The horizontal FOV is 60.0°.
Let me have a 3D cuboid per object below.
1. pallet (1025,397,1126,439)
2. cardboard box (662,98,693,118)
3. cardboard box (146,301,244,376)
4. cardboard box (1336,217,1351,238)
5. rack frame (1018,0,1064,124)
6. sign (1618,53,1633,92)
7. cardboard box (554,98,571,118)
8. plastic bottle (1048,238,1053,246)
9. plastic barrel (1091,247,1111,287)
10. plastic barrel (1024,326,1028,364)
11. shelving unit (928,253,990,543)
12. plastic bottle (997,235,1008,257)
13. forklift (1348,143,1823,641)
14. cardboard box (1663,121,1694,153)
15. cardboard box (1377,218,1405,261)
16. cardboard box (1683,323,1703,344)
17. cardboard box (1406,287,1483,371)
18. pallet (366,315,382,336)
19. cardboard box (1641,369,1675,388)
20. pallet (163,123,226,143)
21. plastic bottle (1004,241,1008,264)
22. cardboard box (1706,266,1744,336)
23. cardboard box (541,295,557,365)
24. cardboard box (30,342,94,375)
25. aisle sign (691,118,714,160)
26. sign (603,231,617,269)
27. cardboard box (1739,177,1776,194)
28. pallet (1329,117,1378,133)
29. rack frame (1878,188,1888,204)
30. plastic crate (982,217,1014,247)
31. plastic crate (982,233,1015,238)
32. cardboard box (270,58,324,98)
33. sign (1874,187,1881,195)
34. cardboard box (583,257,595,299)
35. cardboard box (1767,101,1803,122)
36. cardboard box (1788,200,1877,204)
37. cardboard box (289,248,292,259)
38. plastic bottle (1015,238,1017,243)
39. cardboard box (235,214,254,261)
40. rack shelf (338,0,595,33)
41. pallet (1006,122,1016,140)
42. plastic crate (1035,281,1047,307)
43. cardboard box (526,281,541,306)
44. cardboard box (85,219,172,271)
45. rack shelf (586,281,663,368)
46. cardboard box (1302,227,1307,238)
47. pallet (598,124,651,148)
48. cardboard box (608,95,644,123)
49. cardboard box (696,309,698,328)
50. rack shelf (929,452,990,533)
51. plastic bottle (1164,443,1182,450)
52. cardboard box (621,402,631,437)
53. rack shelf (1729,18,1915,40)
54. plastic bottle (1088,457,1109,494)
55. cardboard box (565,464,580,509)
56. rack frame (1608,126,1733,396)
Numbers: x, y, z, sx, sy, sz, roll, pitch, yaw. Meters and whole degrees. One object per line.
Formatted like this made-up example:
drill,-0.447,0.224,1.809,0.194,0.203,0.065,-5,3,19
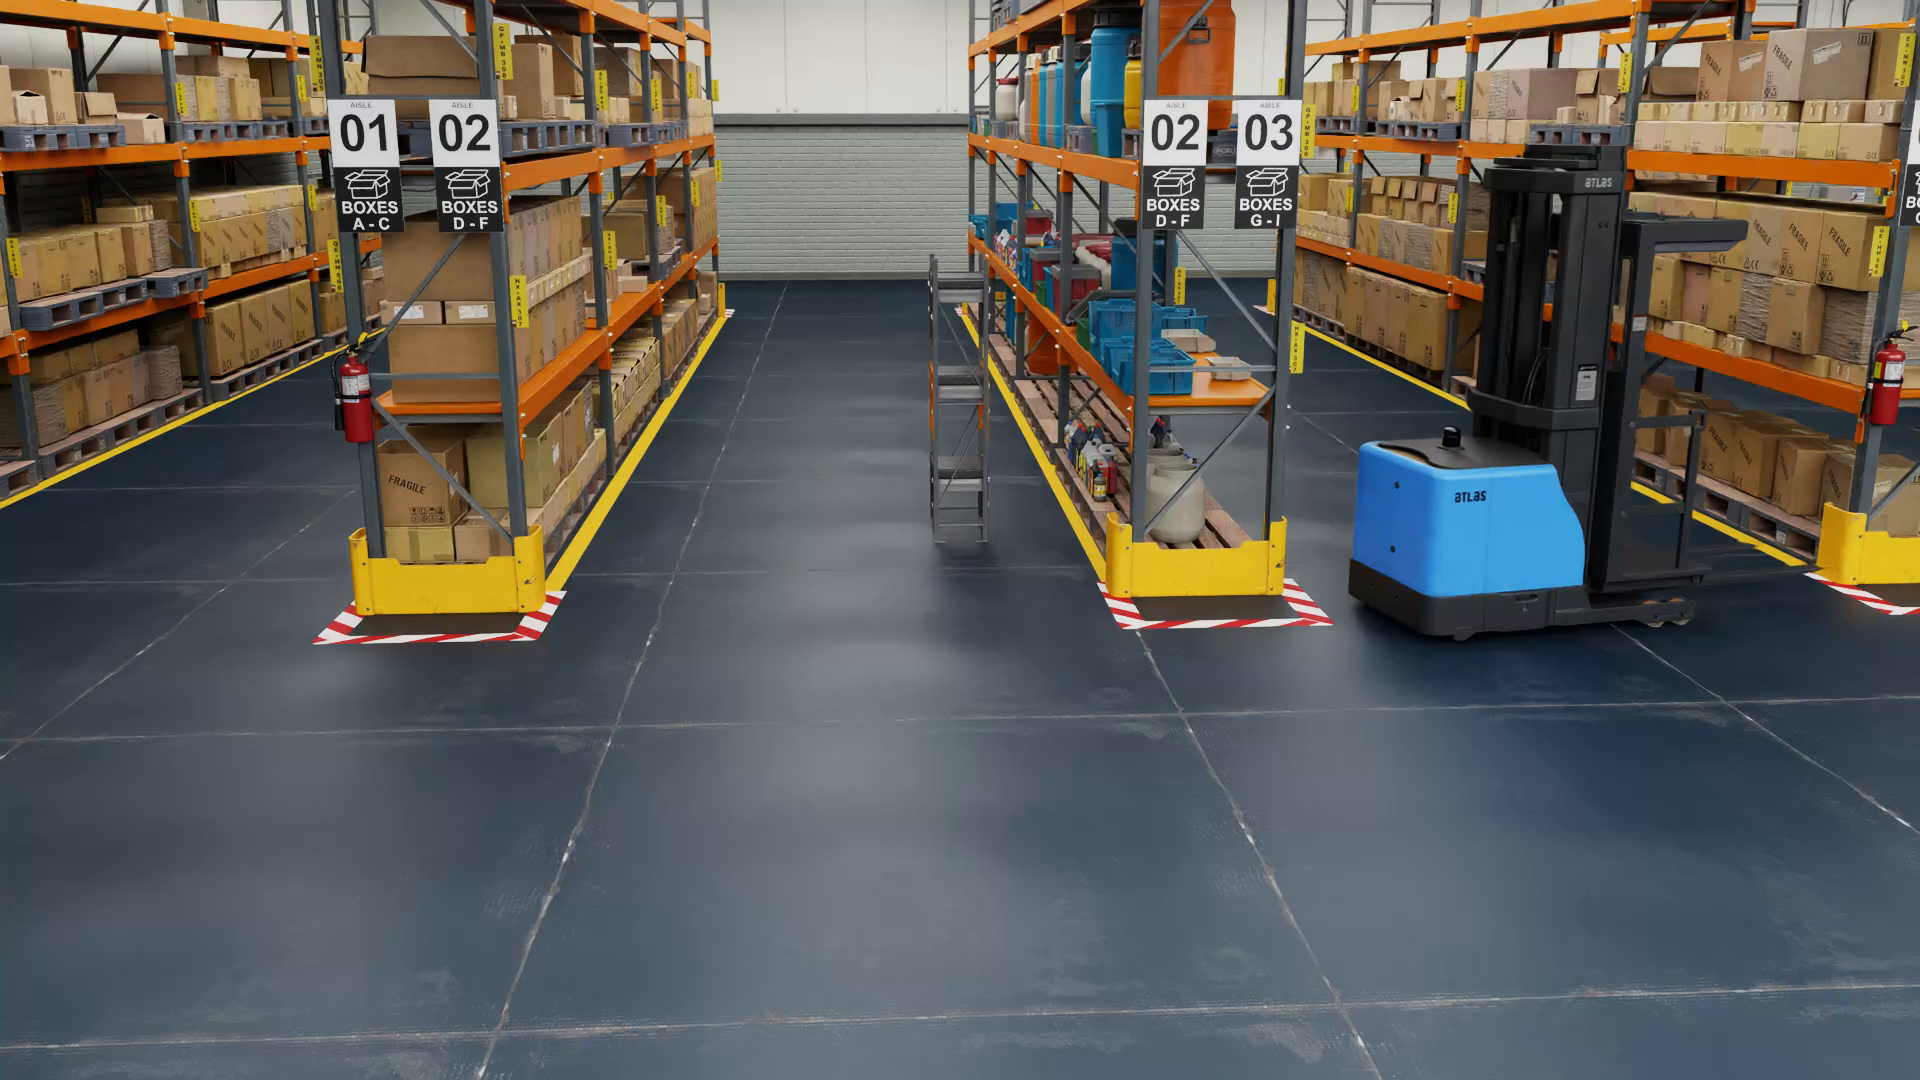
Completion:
pallet,1.217,-1.246,16.945,1.003,0.211,1.213,-1,14,-3
cardboard box,-3.839,-5.758,22.165,0.500,0.250,0.500,-1,14,-3
cardboard box,-8.668,-2.287,18.865,0.750,0.750,0.750,-1,14,-4
cardboard box,5.541,-4.341,23.081,0.500,0.250,0.500,-1,14,-4
rack frame,1.135,-5.998,17.778,1.000,3.000,0.127,-1,14,-3
sign,5.772,-4.058,14.432,0.100,0.325,0.005,-1,14,-3
cardboard box,-3.214,-3.328,12.803,0.380,0.149,0.250,-1,14,-3
plastic bottle,1.165,-3.709,21.180,0.097,0.271,0.097,0,14,0
plastic barrel,1.497,-2.587,16.289,0.433,0.535,0.433,0,14,0
plastic barrel,0.963,-2.351,19.795,0.421,0.512,0.421,0,14,0
shelving unit,-0.010,-1.058,12.425,0.431,2.100,0.503,-1,14,-3
plastic bottle,0.558,-3.815,21.583,0.152,0.276,0.135,-1,14,-3
forklift,4.115,-0.995,10.510,3.031,2.935,1.130,-4,15,-15
cardboard box,6.136,-3.307,13.639,0.500,0.250,0.500,-1,14,-4
cardboard box,5.672,-3.844,21.247,0.500,0.500,0.500,-1,14,-5
cardboard box,6.141,-1.684,13.555,0.380,0.149,0.250,-1,14,-3
cardboard box,6.056,-2.515,19.703,1.225,0.875,0.875,-2,15,-6
pallet,-9.049,-3.078,24.066,1.003,0.211,1.213,-1,14,-3
cardboard box,6.309,-1.329,15.807,0.700,0.500,0.500,-2,15,-8
pallet,-8.846,-4.460,18.200,1.213,0.211,1.003,0,14,-1
plastic bottle,0.593,-3.562,20.610,0.097,0.271,0.097,0,14,0
cardboard box,6.409,-1.881,13.019,0.875,0.500,0.500,-1,14,-3
cardboard box,-3.428,-1.577,12.435,0.700,0.500,0.500,0,14,-2
cardboard box,-8.634,-1.732,15.866,0.500,0.250,0.500,-1,14,-5
aisle sign,-4.003,-6.287,25.725,0.394,0.787,0.004,-1,14,-3
sign,-3.008,-2.489,14.282,0.100,0.325,0.005,-1,14,-3
cardboard box,11.002,-5.008,23.165,0.500,0.500,0.500,-1,14,-2
pallet,5.790,-5.777,23.117,1.003,0.211,1.213,-1,14,-3
rack frame,15.474,-5.311,27.150,1.000,3.000,0.127,-1,14,-3
plastic crate,0.518,-4.219,22.817,0.392,0.384,0.575,-1,14,-3
plastic crate,0.549,-4.257,23.484,0.437,0.125,0.590,-1,14,-3
cardboard box,-8.765,-6.111,21.990,0.500,0.500,0.500,-1,14,-4
sign,14.919,-5.762,27.004,0.100,0.325,0.005,-1,14,-3
cardboard box,-3.625,-2.393,15.605,0.500,0.500,0.500,0,14,1
cardboard box,6.172,-3.140,12.192,0.380,0.149,0.250,-2,15,-6
cardboard box,6.718,-2.370,12.913,0.500,0.500,0.500,-1,14,-3
cardboard box,-8.687,-3.615,21.021,0.380,0.149,0.250,0,14,-2
plastic bottle,0.745,-3.678,21.051,0.152,0.276,0.135,-1,14,-3
cardboard box,-8.581,-3.520,19.350,0.500,0.500,0.500,-1,14,-4
rack shelf,-3.438,-3.888,11.824,1.077,0.370,4.000,-1,14,-3
pallet,1.106,-4.973,20.193,1.003,0.211,1.213,-1,14,-3
plastic crate,0.993,-2.424,16.352,0.450,0.188,0.662,-1,14,-3
cardboard box,-3.189,-1.747,11.795,0.380,0.149,0.250,-1,14,-5
cardboard box,-8.714,-3.084,17.410,0.700,0.500,0.500,-3,15,-10
rack shelf,-3.685,-2.171,16.388,1.077,0.370,4.000,-1,14,-3
cardboard box,5.357,-4.624,24.981,0.380,0.149,0.250,-1,14,-4
pallet,-3.606,-3.933,16.150,1.003,0.211,1.213,0,14,-1
cardboard box,-3.870,-4.626,18.265,0.910,0.500,0.500,-1,14,-3
cardboard box,-3.867,-3.030,22.797,0.500,0.311,0.500,-1,14,-3
rack shelf,-0.010,-0.367,12.603,0.431,0.518,0.480,-1,14,-3
plastic bottle,1.748,-0.667,13.683,0.152,0.276,0.135,-1,14,-2
cardboard box,-3.370,-1.125,15.554,0.500,0.250,0.500,-1,14,-2
rack shelf,10.911,-6.081,20.347,1.077,0.370,4.000,-1,14,-3
plastic bottle,1.091,-0.510,13.071,0.152,0.276,0.135,-1,14,-3
cardboard box,-3.216,-0.409,12.771,0.500,0.250,0.500,-1,14,-3
rack frame,6.326,-2.174,14.956,1.000,3.000,0.127,-1,14,-3
